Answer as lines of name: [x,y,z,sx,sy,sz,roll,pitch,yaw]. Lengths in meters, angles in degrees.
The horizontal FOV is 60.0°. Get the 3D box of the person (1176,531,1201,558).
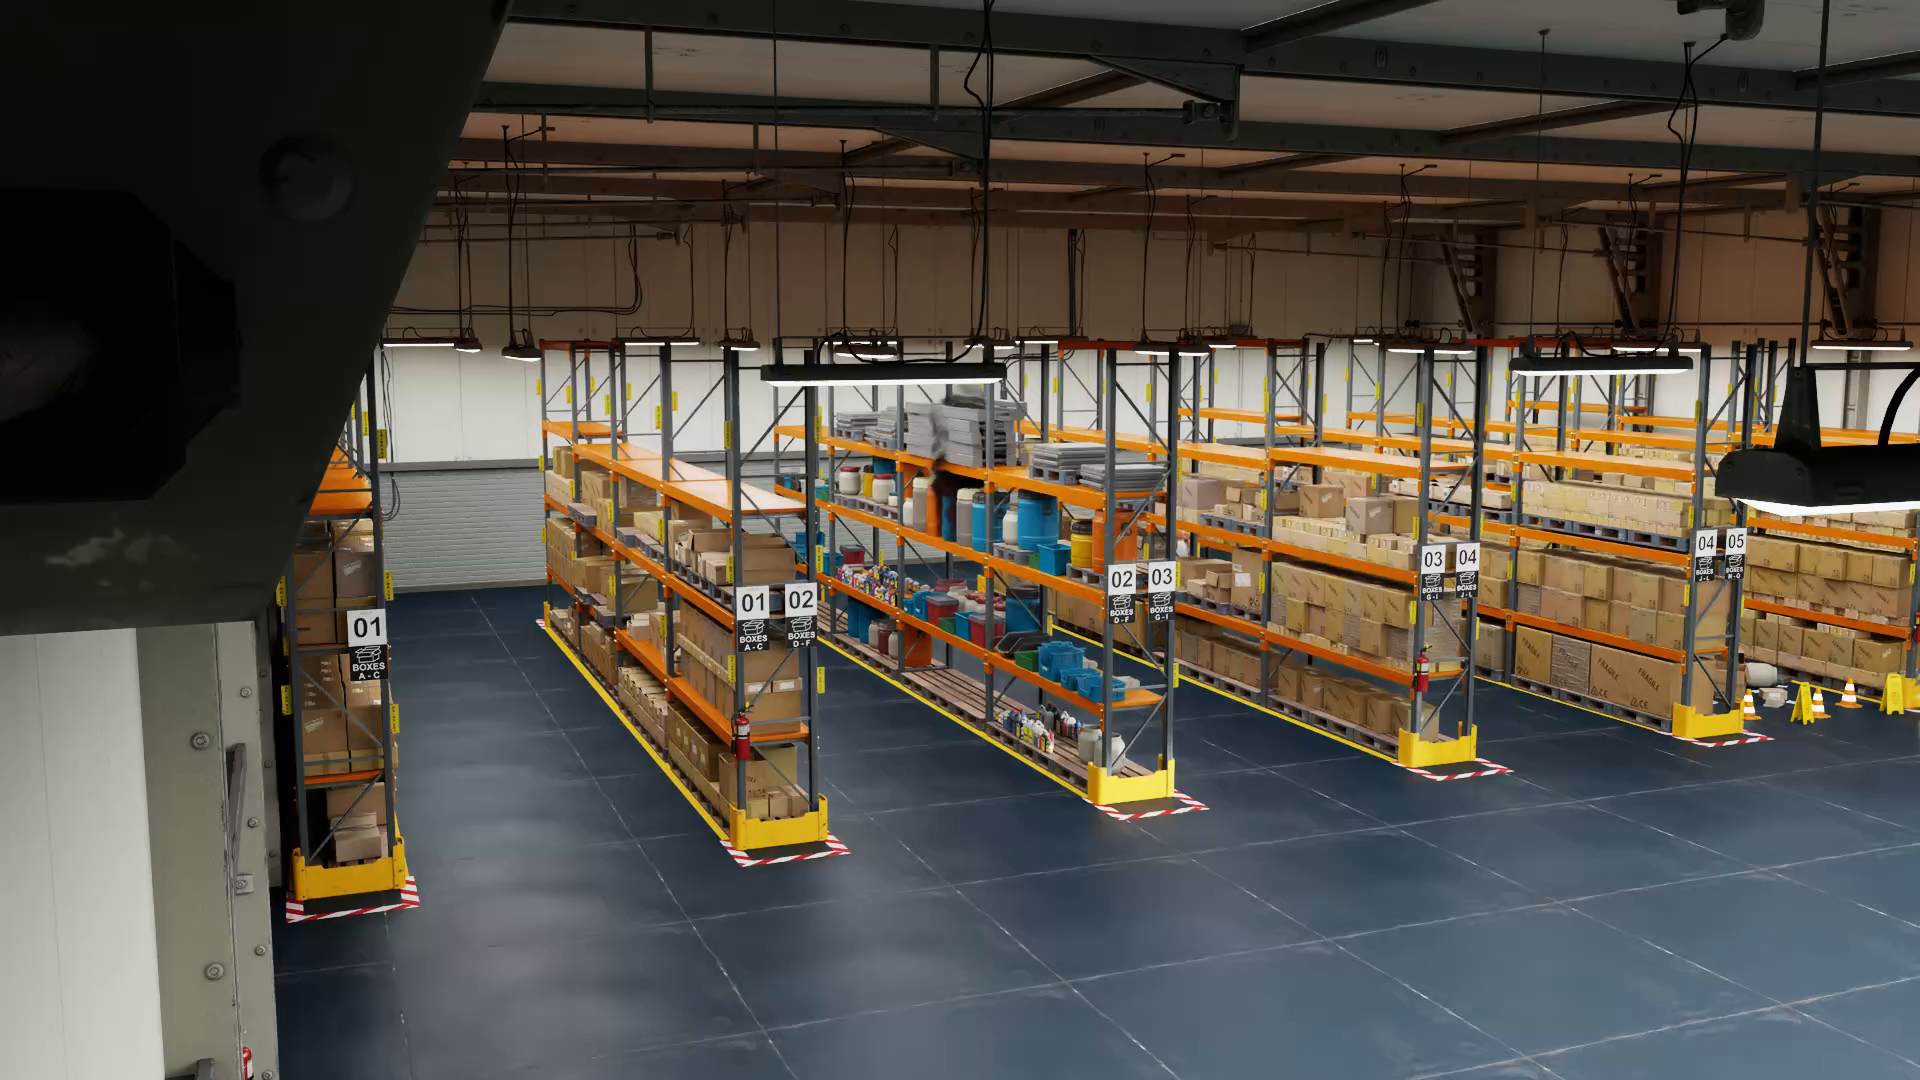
person: [5.076,0.638,37.107,0.736,1.734,0.825,-2,8,-12]
